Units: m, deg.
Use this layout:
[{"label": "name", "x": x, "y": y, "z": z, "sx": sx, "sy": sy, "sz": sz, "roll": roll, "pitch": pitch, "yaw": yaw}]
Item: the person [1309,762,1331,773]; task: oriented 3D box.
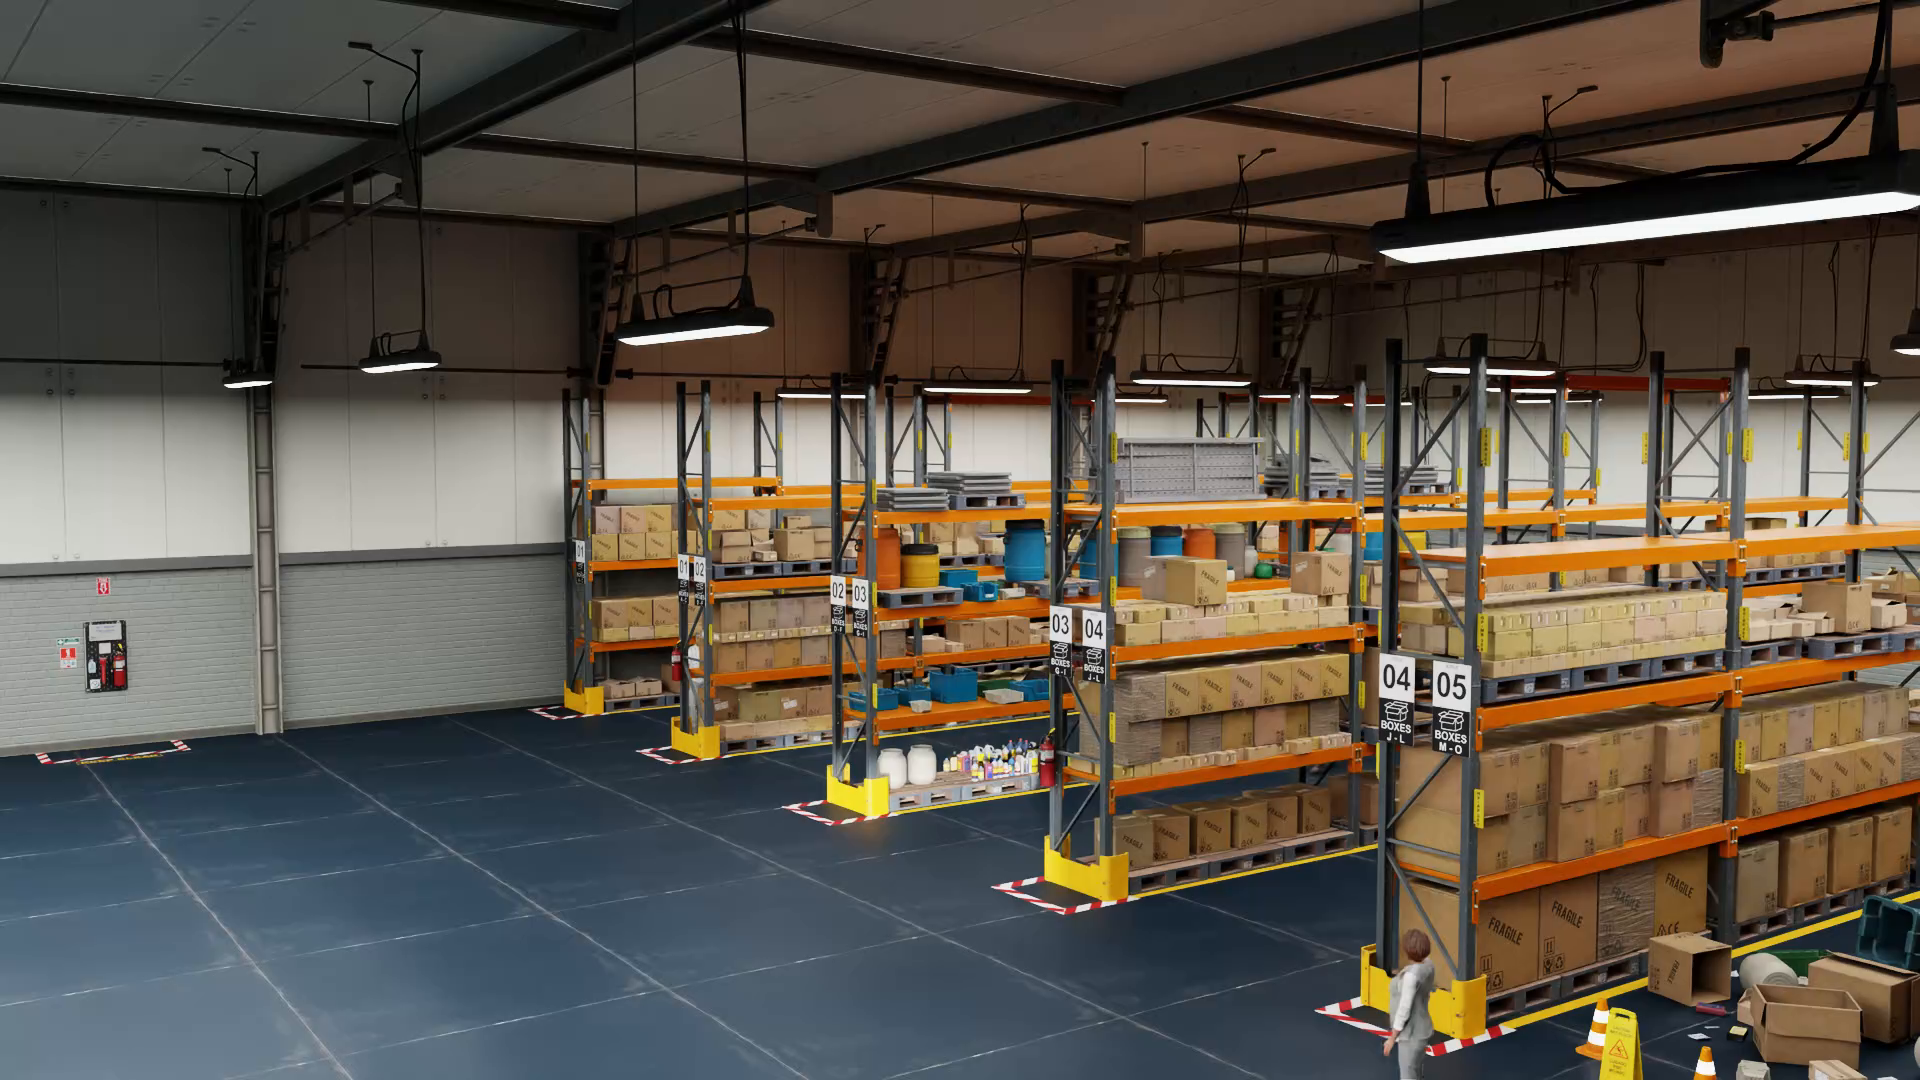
[{"label": "person", "x": 5.603, "y": 2.766, "z": 25.479, "sx": 0.920, "sy": 1.523, "sz": 0.546, "roll": -3, "pitch": 5, "yaw": -40}]

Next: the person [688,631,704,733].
[{"label": "person", "x": -4.502, "y": 2.467, "z": 28.752, "sx": 0.592, "sy": 1.819, "sz": 0.405, "roll": -2, "pitch": 4, "yaw": -30}]

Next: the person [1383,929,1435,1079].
[{"label": "person", "x": 3.247, "y": 3.587, "z": 12.026, "sx": 0.332, "sy": 1.606, "sz": 0.461, "roll": 2, "pitch": 4, "yaw": 23}]
